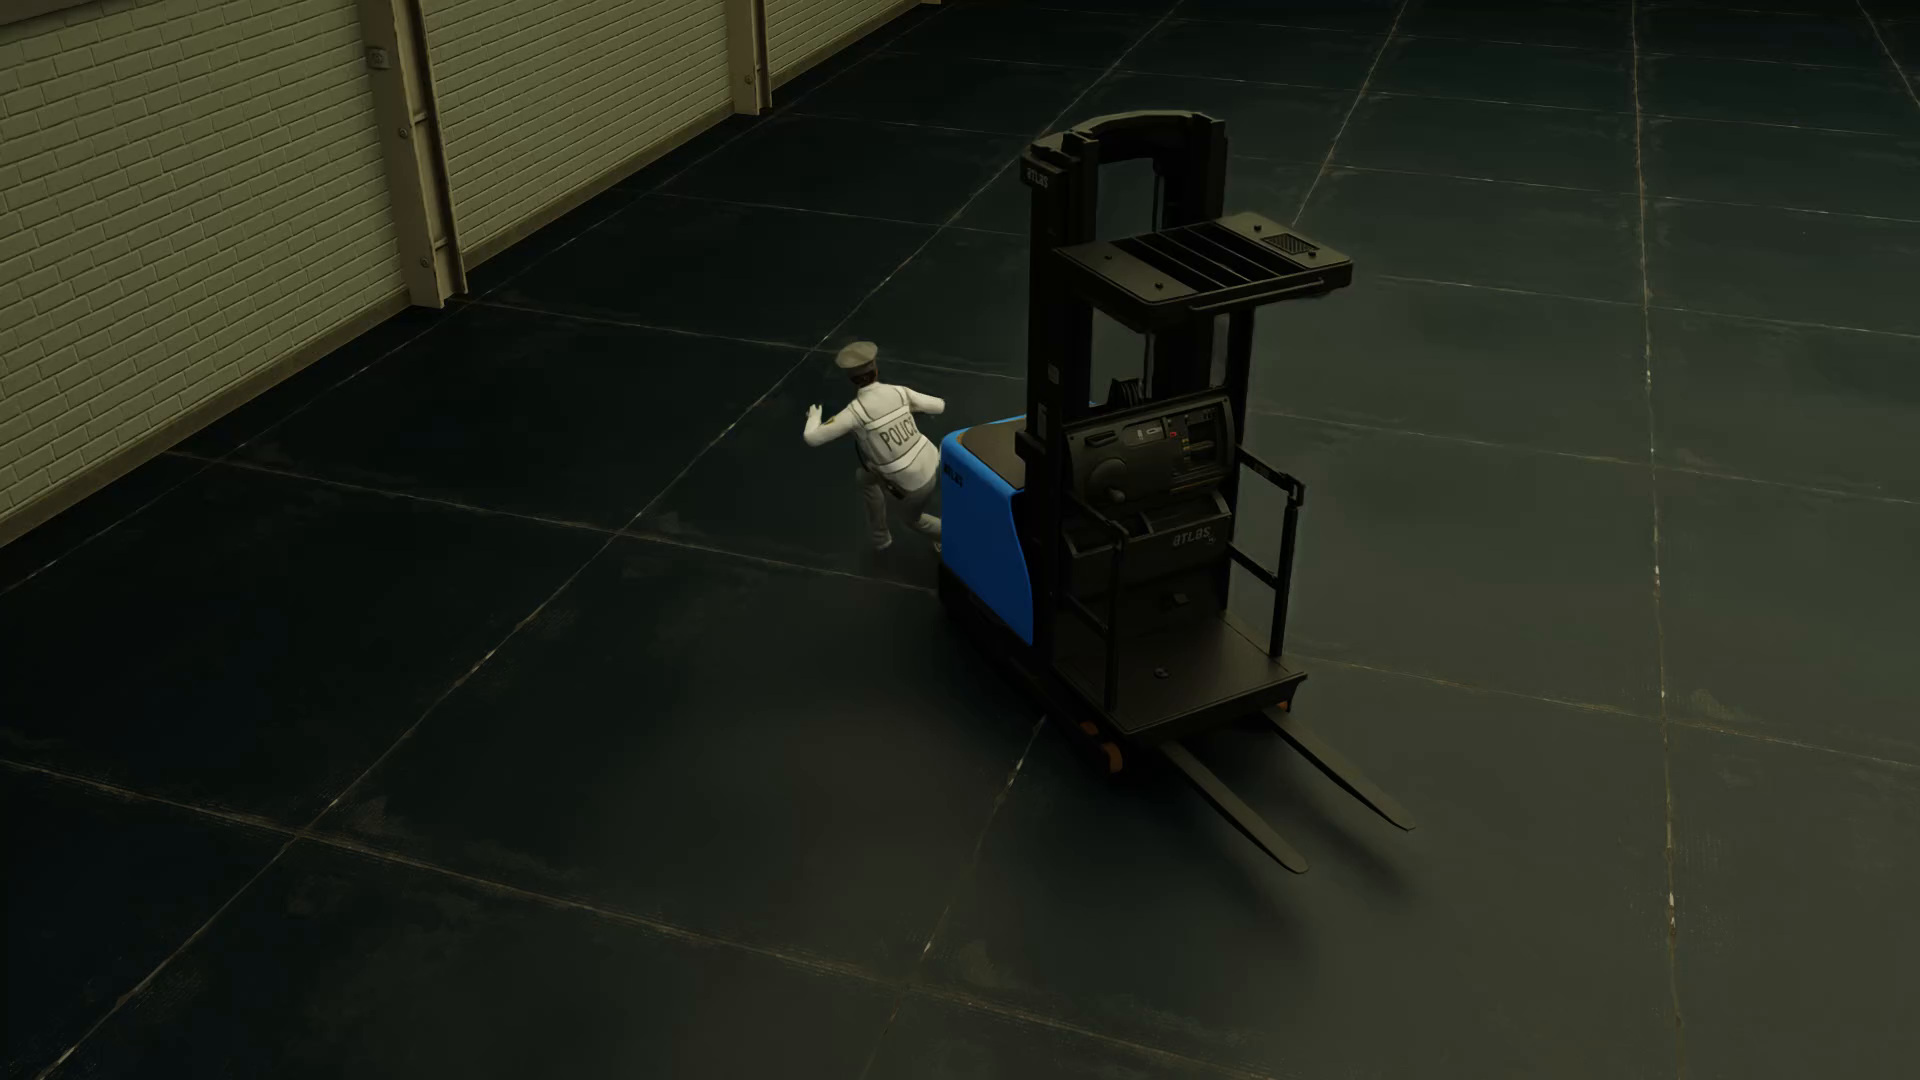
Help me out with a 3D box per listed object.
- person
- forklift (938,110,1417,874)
[{"bbox_3d":[-0.432,-0.471,9.466,0.836,1.432,0.916,16,34,26],"label":"person"},{"bbox_3d":[1.024,-0.385,7.811,1.130,2.935,3.031,-15,33,-24],"label":"forklift"}]
